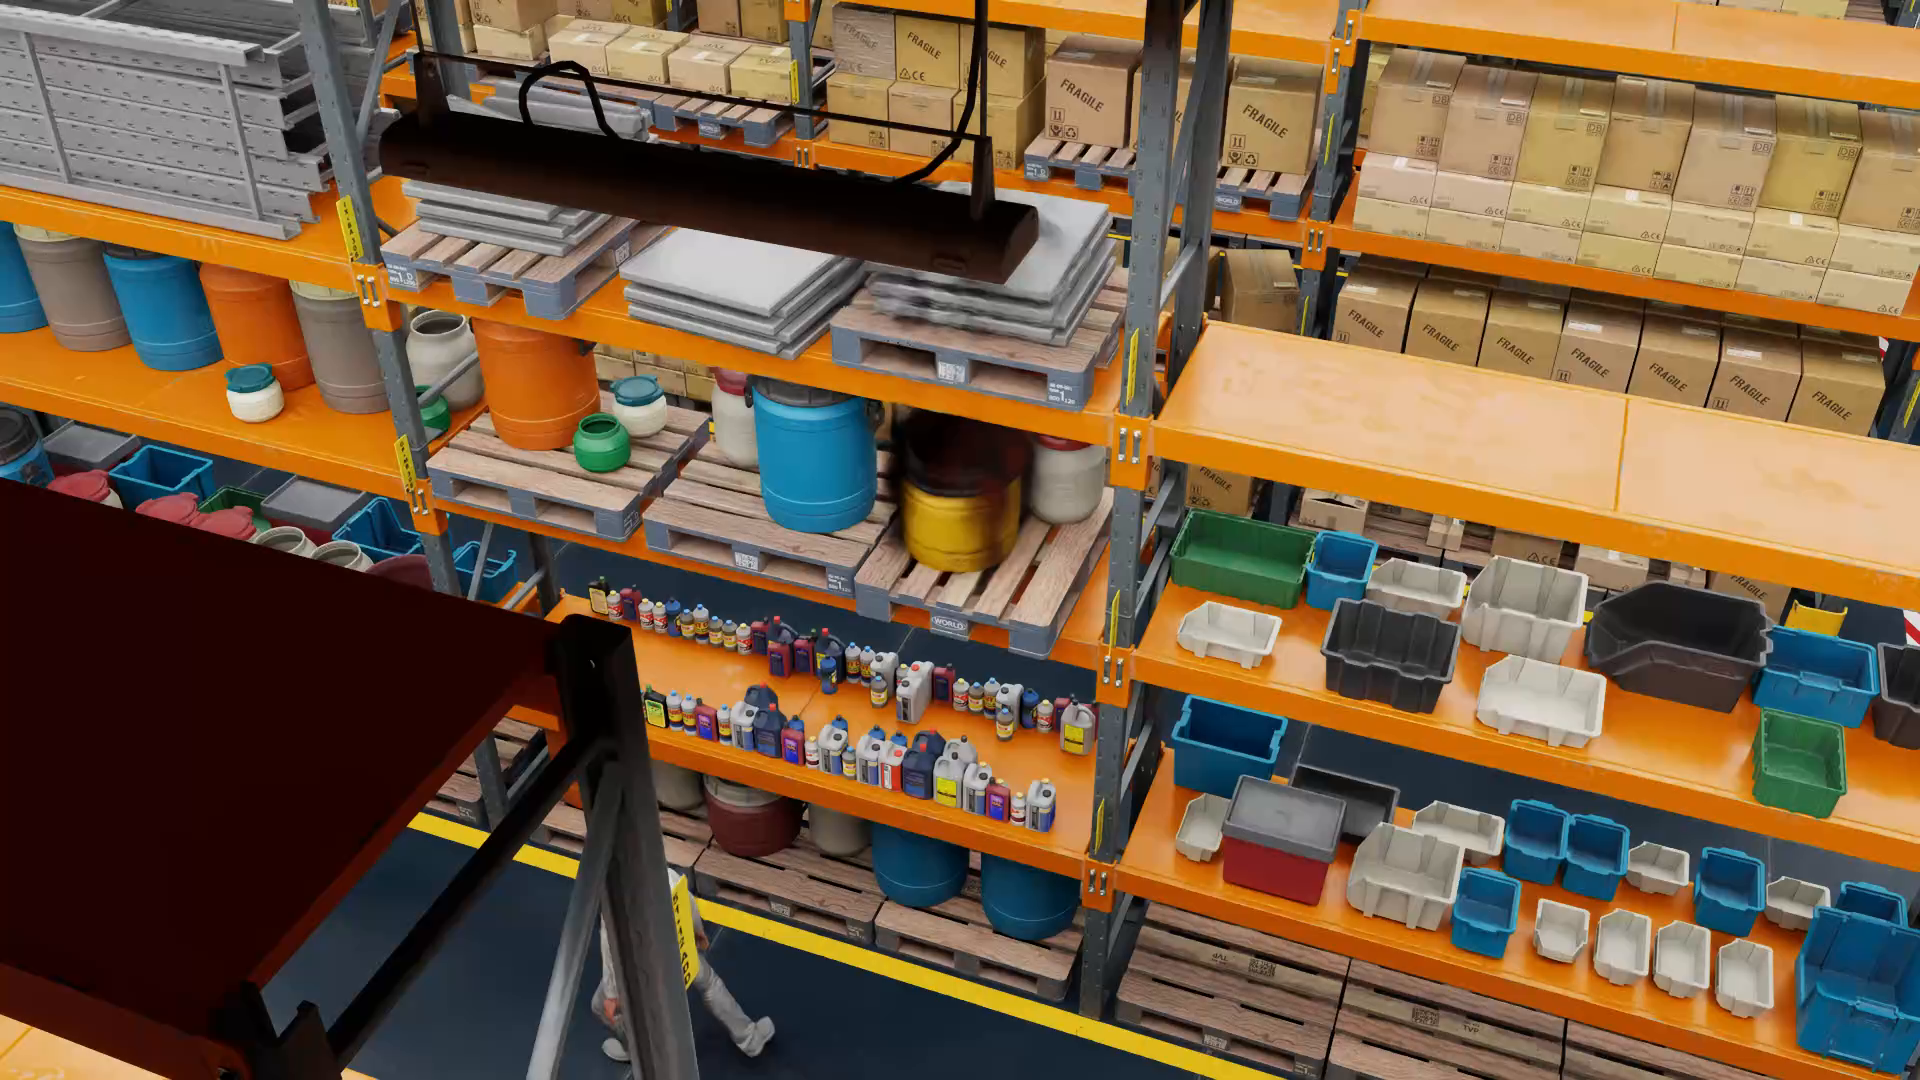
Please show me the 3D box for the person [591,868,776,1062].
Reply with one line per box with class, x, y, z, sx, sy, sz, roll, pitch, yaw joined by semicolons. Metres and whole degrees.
person;-1.535;2.236;8.960;0.749;1.692;0.855;28;45;33
